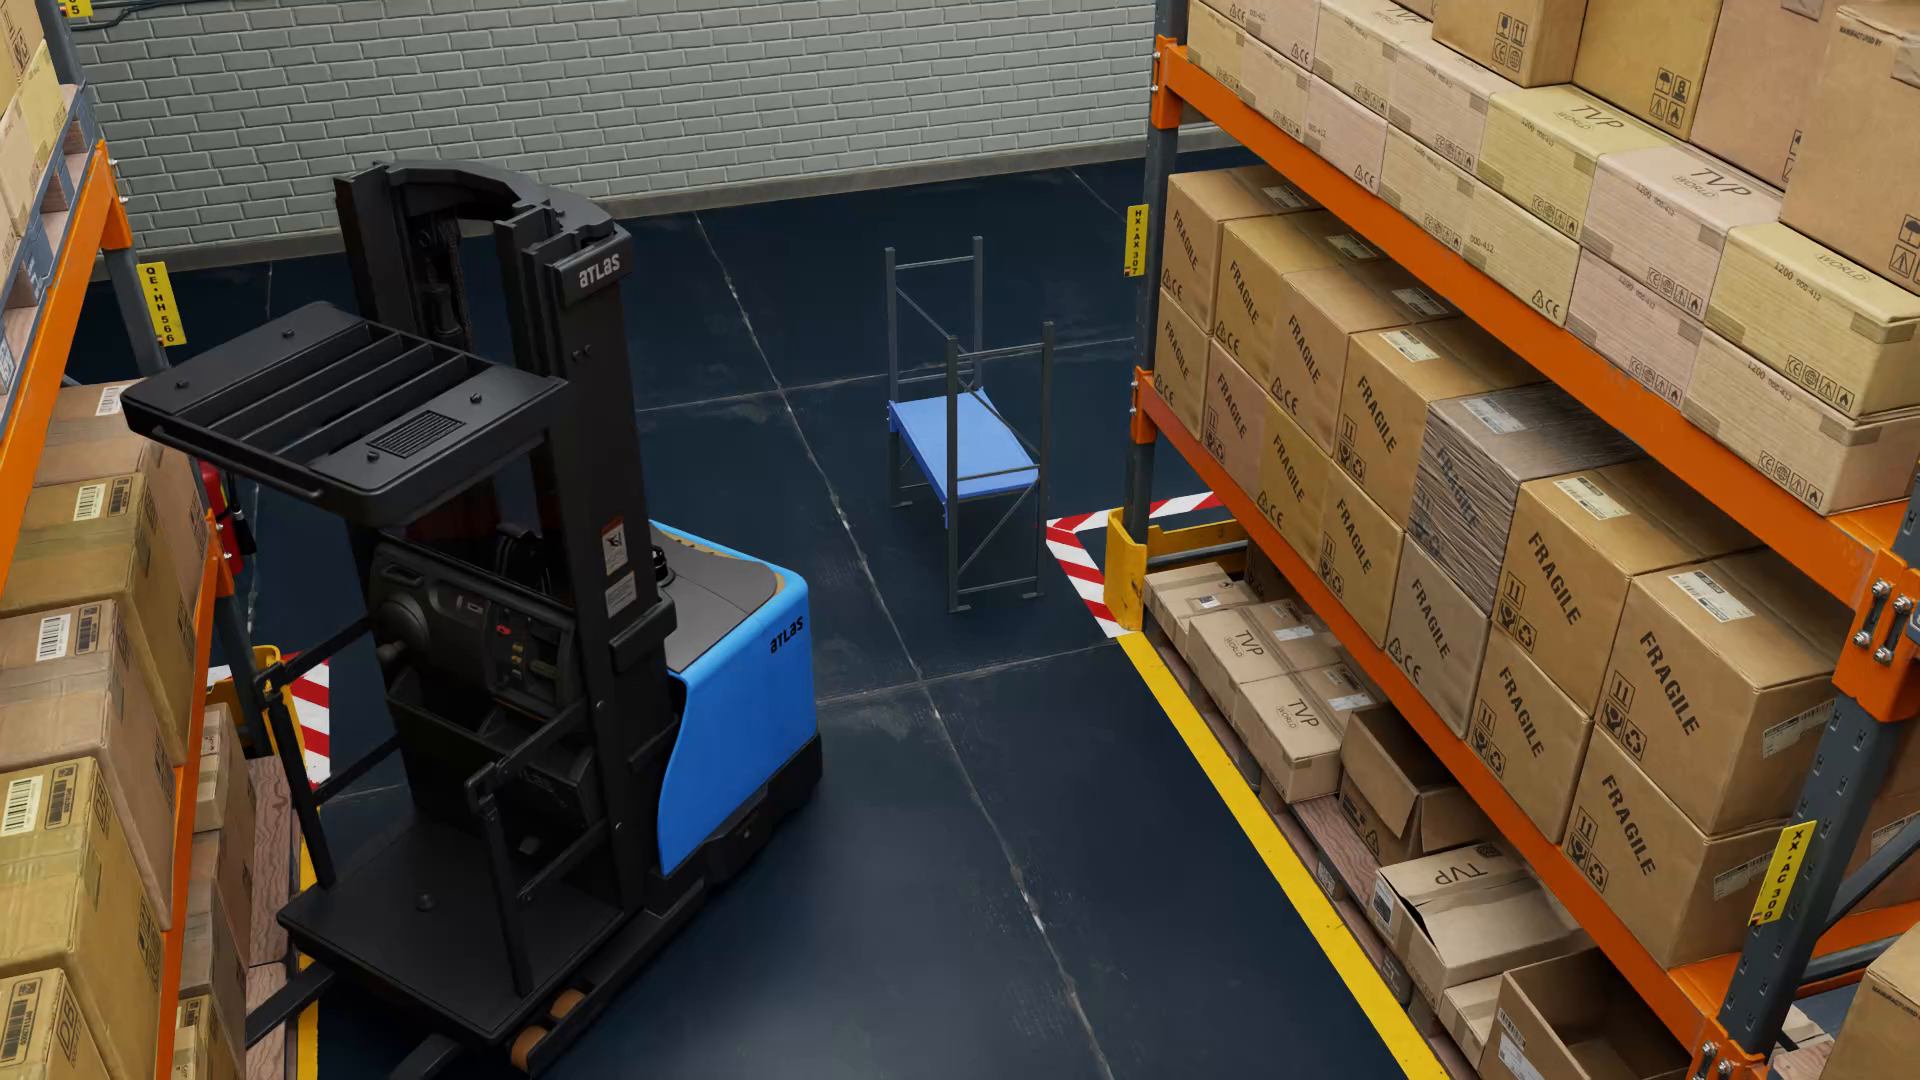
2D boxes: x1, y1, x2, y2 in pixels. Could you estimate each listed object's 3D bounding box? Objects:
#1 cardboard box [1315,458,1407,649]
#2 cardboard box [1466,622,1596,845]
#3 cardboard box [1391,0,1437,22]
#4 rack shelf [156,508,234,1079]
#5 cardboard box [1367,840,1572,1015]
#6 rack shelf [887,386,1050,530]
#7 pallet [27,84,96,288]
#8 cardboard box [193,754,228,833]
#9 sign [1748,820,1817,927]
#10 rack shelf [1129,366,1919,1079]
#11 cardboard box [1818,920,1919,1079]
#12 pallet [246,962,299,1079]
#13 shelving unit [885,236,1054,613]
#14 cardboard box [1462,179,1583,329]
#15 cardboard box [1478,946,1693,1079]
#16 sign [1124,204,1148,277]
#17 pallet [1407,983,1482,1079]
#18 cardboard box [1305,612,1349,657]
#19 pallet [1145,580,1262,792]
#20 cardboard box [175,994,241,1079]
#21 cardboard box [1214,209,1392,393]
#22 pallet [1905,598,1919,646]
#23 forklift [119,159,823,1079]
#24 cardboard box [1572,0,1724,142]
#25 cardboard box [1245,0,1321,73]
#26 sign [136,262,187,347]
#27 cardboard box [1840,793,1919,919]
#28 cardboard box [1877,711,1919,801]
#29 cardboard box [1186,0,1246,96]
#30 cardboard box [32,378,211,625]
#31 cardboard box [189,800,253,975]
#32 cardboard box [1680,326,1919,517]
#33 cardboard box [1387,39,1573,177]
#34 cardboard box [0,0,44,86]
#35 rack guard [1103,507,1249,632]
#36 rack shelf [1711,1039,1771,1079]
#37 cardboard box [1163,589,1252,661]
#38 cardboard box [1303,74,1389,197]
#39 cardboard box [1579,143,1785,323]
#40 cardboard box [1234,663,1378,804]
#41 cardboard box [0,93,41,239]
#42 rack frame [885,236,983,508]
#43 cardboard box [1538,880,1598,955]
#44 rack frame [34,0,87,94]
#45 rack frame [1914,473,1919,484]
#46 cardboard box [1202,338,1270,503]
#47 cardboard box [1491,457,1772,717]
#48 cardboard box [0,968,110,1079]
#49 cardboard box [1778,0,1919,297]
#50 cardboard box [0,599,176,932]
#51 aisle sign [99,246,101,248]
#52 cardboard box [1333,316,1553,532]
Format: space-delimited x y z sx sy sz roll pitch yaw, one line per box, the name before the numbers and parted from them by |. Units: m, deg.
cardboard box | 1.631 0.007 5.928 0.500 0.500 0.500 -10 35 -14
cardboard box | 1.948 0.543 5.116 0.500 0.500 0.500 -9 35 -13
cardboard box | 1.782 -1.948 5.258 0.700 0.500 0.500 -10 35 -15
rack shelf | -2.823 1.160 4.927 1.077 0.370 4.000 -10 35 -15
cardboard box | 1.831 1.368 5.999 0.500 0.311 0.500 -10 35 -15
rack shelf | 0.026 -0.431 8.368 0.538 0.185 1.000 -10 35 -15
pallet | -3.197 -1.017 4.928 1.003 0.211 1.213 -10 35 -15
cardboard box | -2.833 0.928 5.923 0.380 0.149 0.250 -9 35 -13
sign | 1.989 0.809 4.020 0.100 0.325 0.005 -10 35 -15
rack shelf | 1.893 0.325 6.190 1.077 0.370 4.000 -10 35 -15
cardboard box | 2.435 1.144 3.826 0.700 0.500 0.500 -23 40 -30
pallet | -2.746 2.019 5.503 1.003 0.211 1.213 -10 35 -15
shelving unit | 0.026 -0.581 8.269 0.538 1.500 1.048 -10 35 -15
cardboard box | 1.799 -0.850 4.731 0.500 0.250 0.500 -10 35 -15
cardboard box | 2.059 1.683 5.351 0.500 0.500 0.500 -10 35 -15
sign | 0.766 -1.295 7.204 0.100 0.325 0.005 -10 35 -15
pallet | 2.295 1.877 5.718 1.003 0.211 1.213 -10 35 -15
cardboard box | 1.721 0.445 7.527 0.380 0.166 0.250 -10 35 -15
pallet | 1.550 0.596 7.656 1.003 0.211 1.213 -10 35 -15
cardboard box | -2.648 1.833 5.141 0.700 0.500 0.500 -9 35 -14
cardboard box | 1.334 -0.934 6.445 0.500 0.500 0.500 -10 35 -14
pallet | 2.635 0.256 3.092 1.213 0.211 1.003 -10 35 -15
forklift | -1.783 0.371 5.530 1.130 2.935 3.031 19 38 26
cardboard box | 2.143 -1.432 4.478 0.700 0.500 0.500 -10 35 -15
cardboard box | 1.338 -1.846 5.784 0.500 0.250 0.500 -10 35 -15
sign | -2.912 -0.856 6.060 0.100 0.325 0.005 -10 35 -15
cardboard box | 2.607 0.719 4.850 0.500 0.500 0.500 -9 35 -13
cardboard box | 2.628 0.321 4.546 0.500 0.500 0.500 -9 35 -13
cardboard box | 1.198 -1.902 6.323 0.500 0.250 0.500 -10 35 -15
cardboard box | -3.268 -0.050 5.832 0.980 0.700 0.700 -8 34 -13
cardboard box | -2.972 1.291 5.963 0.700 0.500 0.500 -10 35 -15
cardboard box | 2.102 -0.325 3.936 0.500 0.250 0.500 -10 35 -15
cardboard box | 1.645 -1.321 4.990 0.500 0.250 0.500 -10 35 -15
cardboard box | -2.950 -1.571 4.670 0.500 0.500 0.500 -10 35 -15
rack guard | 1.306 0.057 8.210 1.175 0.500 0.348 -10 35 -15
rack shelf | 3.113 2.425 3.012 1.077 0.370 4.000 -10 35 -15
cardboard box | 1.160 0.382 7.622 0.380 0.166 0.250 -10 35 -15
cardboard box | 1.492 -1.375 5.525 0.500 0.250 0.500 -10 35 -15
cardboard box | 1.947 -0.796 4.195 0.500 0.250 0.500 -10 35 -15
cardboard box | 1.484 0.796 6.919 0.500 0.250 0.500 -10 35 -15
cardboard box | -2.797 -0.983 4.461 0.500 0.250 0.500 -11 35 -17
rack frame | -0.129 -0.848 8.673 0.500 1.500 0.032 -10 35 -15
cardboard box | 2.308 1.364 6.136 0.380 0.166 0.250 -10 35 -15
rack frame | -3.433 -2.693 4.664 1.000 3.000 0.127 -10 35 -15
rack frame | 2.503 -1.428 2.749 1.000 3.000 0.127 -10 35 -15
cardboard box | 1.330 -0.520 6.725 0.500 0.500 0.500 -10 35 -15
cardboard box | 1.944 0.125 4.842 0.500 0.500 0.500 -11 35 -16
cardboard box | -2.363 1.497 3.492 0.980 0.700 0.700 -9 35 -14
cardboard box | 2.319 -0.885 3.649 0.700 0.500 0.500 -10 35 -15
cardboard box | -2.812 0.732 4.649 0.980 0.700 0.700 -12 35 -17
aisle sign | -3.170 -1.363 5.734 0.394 0.787 0.004 -10 35 -15
cardboard box | 1.638 -0.404 5.643 0.500 0.500 0.500 -10 35 -15
